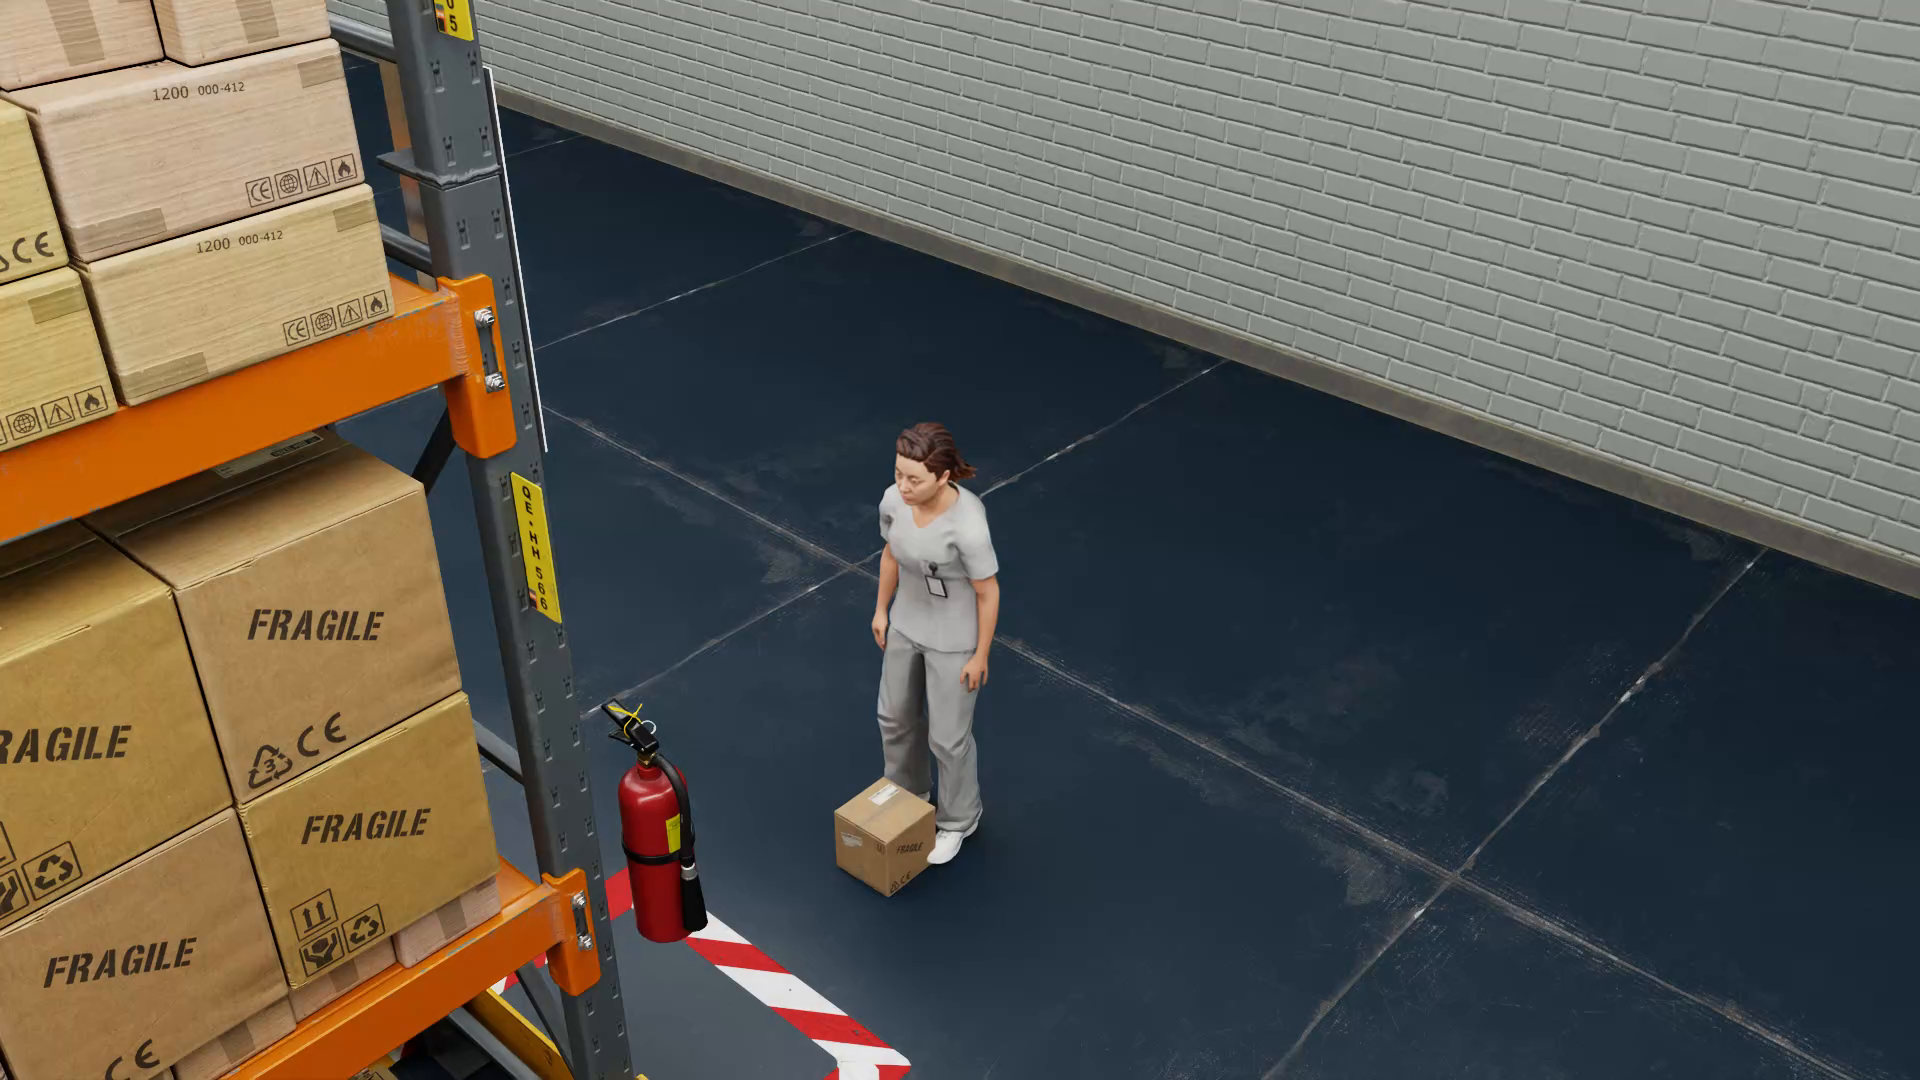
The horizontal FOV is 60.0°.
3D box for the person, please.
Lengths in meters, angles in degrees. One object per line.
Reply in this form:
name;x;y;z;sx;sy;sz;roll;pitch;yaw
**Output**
person;-0.099;0.328;5.600;0.500;1.671;0.360;23;38;33
